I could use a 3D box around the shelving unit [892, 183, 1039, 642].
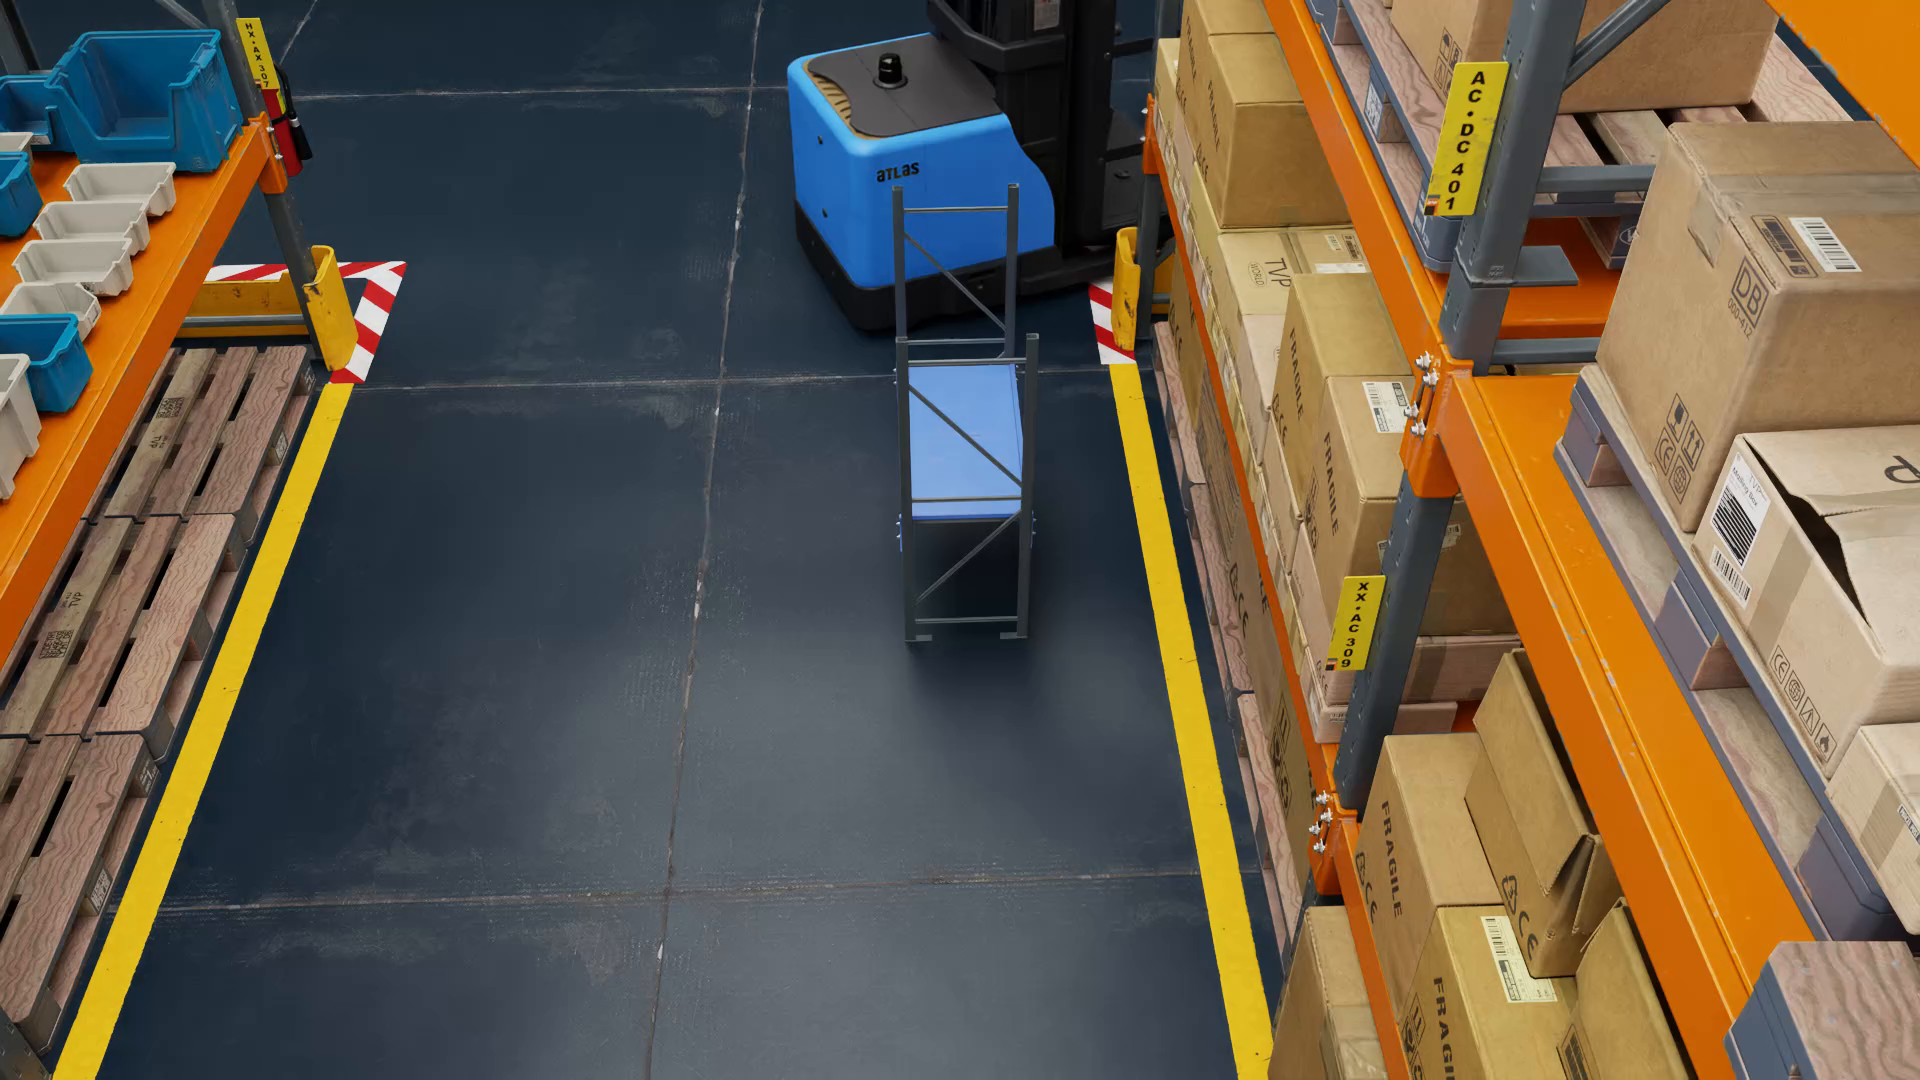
[{"bbox_3d":[0.004,-0.495,6.680,0.538,1.500,1.048,-2,43,-2],"label":"shelving unit"}]

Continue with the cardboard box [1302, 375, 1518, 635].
[{"bbox_3d":[1.241,-0.094,4.468,0.500,0.500,0.500,-1,43,-1],"label":"cardboard box"}]

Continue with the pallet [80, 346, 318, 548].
[{"bbox_3d":[-3.594,-0.433,7.566,1.003,0.211,1.213,-2,43,-2],"label":"pallet"}]

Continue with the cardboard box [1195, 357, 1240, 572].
[{"bbox_3d":[1.504,-0.488,6.824,0.875,0.875,0.875,-2,43,-2],"label":"cardboard box"}]

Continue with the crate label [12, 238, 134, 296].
[{"bbox_3d":[-3.341,-1.015,6.288,0.396,0.136,0.243,-2,43,-2],"label":"crate label"}]

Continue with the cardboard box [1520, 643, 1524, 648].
[{"bbox_3d":[1.770,0.161,4.746,0.500,0.250,0.500,-2,43,-3],"label":"cardboard box"}]

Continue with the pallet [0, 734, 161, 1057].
[{"bbox_3d":[-3.491,1.214,5.769,1.003,0.211,1.213,-2,43,-2],"label":"pallet"}]

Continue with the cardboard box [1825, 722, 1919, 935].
[{"bbox_3d":[1.441,0.381,2.269,0.380,0.149,0.250,-3,43,-4],"label":"cardboard box"}]

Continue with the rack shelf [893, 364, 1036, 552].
[{"bbox_3d":[0.004,-0.363,6.802,0.538,0.185,1.000,-2,43,-2],"label":"rack shelf"}]

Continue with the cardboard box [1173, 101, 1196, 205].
[{"bbox_3d":[1.137,-1.533,6.593,0.500,0.250,0.500,-2,43,-2],"label":"cardboard box"}]

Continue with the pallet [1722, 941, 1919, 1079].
[{"bbox_3d":[1.567,1.016,1.842,1.003,0.211,1.213,0,43,0],"label":"pallet"}]

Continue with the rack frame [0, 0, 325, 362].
[{"bbox_3d":[-3.590,-2.019,7.232,1.000,3.000,0.127,-2,43,-2],"label":"rack frame"}]

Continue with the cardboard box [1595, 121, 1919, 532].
[{"bbox_3d":[1.563,-0.366,2.825,0.700,0.500,0.500,-1,43,-1],"label":"cardboard box"}]

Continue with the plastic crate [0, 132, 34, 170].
[{"bbox_3d":[-3.978,-1.548,6.870,0.250,0.136,0.298,-2,43,-2],"label":"plastic crate"}]

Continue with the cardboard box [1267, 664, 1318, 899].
[{"bbox_3d":[1.580,0.720,5.506,0.875,0.875,0.875,-2,43,-2],"label":"cardboard box"}]

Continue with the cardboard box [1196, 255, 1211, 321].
[{"bbox_3d":[1.101,-0.951,6.254,0.380,0.149,0.250,-2,43,-2],"label":"cardboard box"}]

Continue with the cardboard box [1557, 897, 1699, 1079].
[{"bbox_3d":[1.581,1.028,3.093,0.797,0.503,0.637,-1,43,-1],"label":"cardboard box"}]

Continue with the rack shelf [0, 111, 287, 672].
[{"bbox_3d":[-3.505,-0.403,6.002,1.077,0.370,4.000,-2,43,-2],"label":"rack shelf"}]

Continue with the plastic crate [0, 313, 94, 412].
[{"bbox_3d":[-3.247,-0.600,5.764,0.416,0.233,0.300,-2,43,-2],"label":"plastic crate"}]

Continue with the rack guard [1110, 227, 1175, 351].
[{"bbox_3d":[1.357,-1.255,8.250,1.175,0.500,0.348,-2,43,-2],"label":"rack guard"}]

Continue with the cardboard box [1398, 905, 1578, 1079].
[{"bbox_3d":[1.320,1.160,3.691,0.500,0.500,0.500,-2,43,-2],"label":"cardboard box"}]

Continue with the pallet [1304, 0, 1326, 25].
[{"bbox_3d":[1.455,-1.908,4.957,1.003,0.211,1.213,-2,43,-2],"label":"pallet"}]

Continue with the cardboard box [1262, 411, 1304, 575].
[{"bbox_3d":[1.223,-0.155,5.090,0.500,0.250,0.500,0,43,-1],"label":"cardboard box"}]

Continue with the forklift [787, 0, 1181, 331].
[{"bbox_3d":[0.690,-2.780,8.114,3.031,2.935,1.130,-16,45,-17],"label":"forklift"}]

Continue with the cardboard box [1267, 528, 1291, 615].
[{"bbox_3d":[1.166,0.089,5.119,0.380,0.149,0.250,-2,43,-3],"label":"cardboard box"}]

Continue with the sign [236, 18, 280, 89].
[{"bbox_3d":[-3.041,-2.105,7.206,0.100,0.325,0.005,-2,43,-2],"label":"sign"}]

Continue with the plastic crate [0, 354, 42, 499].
[{"bbox_3d":[-3.301,-0.333,5.436,0.437,0.282,0.530,-2,43,-2],"label":"plastic crate"}]

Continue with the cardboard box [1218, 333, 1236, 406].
[{"bbox_3d":[1.123,-0.604,5.874,0.380,0.149,0.250,-1,43,-1],"label":"cardboard box"}]

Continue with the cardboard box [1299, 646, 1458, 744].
[{"bbox_3d":[1.188,0.436,4.740,0.380,0.149,0.250,-1,43,-2],"label":"cardboard box"}]

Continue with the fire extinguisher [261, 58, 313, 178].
[{"bbox_3d":[-3.143,-1.967,7.510,0.296,0.674,0.183,-2,43,-2],"label":"fire extinguisher"}]

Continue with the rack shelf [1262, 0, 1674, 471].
[{"bbox_3d":[1.443,-1.651,5.144,1.077,0.370,4.000,-2,43,-2],"label":"rack shelf"}]

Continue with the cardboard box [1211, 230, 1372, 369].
[{"bbox_3d":[1.183,-0.841,5.839,0.500,0.250,0.500,-2,43,-3],"label":"cardboard box"}]

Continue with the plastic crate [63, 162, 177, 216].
[{"bbox_3d":[-3.375,-1.398,6.706,0.396,0.136,0.243,-2,43,-2],"label":"plastic crate"}]

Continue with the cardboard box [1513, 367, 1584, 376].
[{"bbox_3d":[1.763,-0.122,4.499,0.500,0.500,0.500,-2,43,-2],"label":"cardboard box"}]

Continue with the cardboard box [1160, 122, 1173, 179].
[{"bbox_3d":[1.056,-1.646,7.012,0.380,0.149,0.250,-2,43,-2],"label":"cardboard box"}]

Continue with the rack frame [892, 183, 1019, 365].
[{"bbox_3d":[-0.018,-0.838,7.055,0.500,1.500,0.032,-2,43,-2],"label":"rack frame"}]

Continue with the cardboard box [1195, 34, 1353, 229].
[{"bbox_3d":[1.158,-1.473,5.973,0.500,0.500,0.500,-3,43,-3],"label":"cardboard box"}]

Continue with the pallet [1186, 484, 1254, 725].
[{"bbox_3d":[1.519,0.226,6.847,1.003,0.211,1.213,-2,43,-2],"label":"pallet"}]

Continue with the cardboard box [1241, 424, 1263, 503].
[{"bbox_3d":[1.144,-0.259,5.498,0.380,0.149,0.250,-1,43,-1],"label":"cardboard box"}]

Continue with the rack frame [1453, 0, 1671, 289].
[{"bbox_3d":[1.528,-1.672,2.414,1.000,3.000,0.127,-2,43,-2],"label":"rack frame"}]

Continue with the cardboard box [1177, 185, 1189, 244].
[{"bbox_3d":[1.079,-1.297,6.631,0.380,0.149,0.250,-2,43,-2],"label":"cardboard box"}]

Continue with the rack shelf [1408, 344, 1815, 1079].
[{"bbox_3d":[1.613,1.049,2.198,1.077,0.370,4.000,-2,43,-2],"label":"rack shelf"}]

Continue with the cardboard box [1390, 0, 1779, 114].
[{"bbox_3d":[1.435,-1.321,3.793,0.700,0.500,0.500,-4,43,-4],"label":"cardboard box"}]
